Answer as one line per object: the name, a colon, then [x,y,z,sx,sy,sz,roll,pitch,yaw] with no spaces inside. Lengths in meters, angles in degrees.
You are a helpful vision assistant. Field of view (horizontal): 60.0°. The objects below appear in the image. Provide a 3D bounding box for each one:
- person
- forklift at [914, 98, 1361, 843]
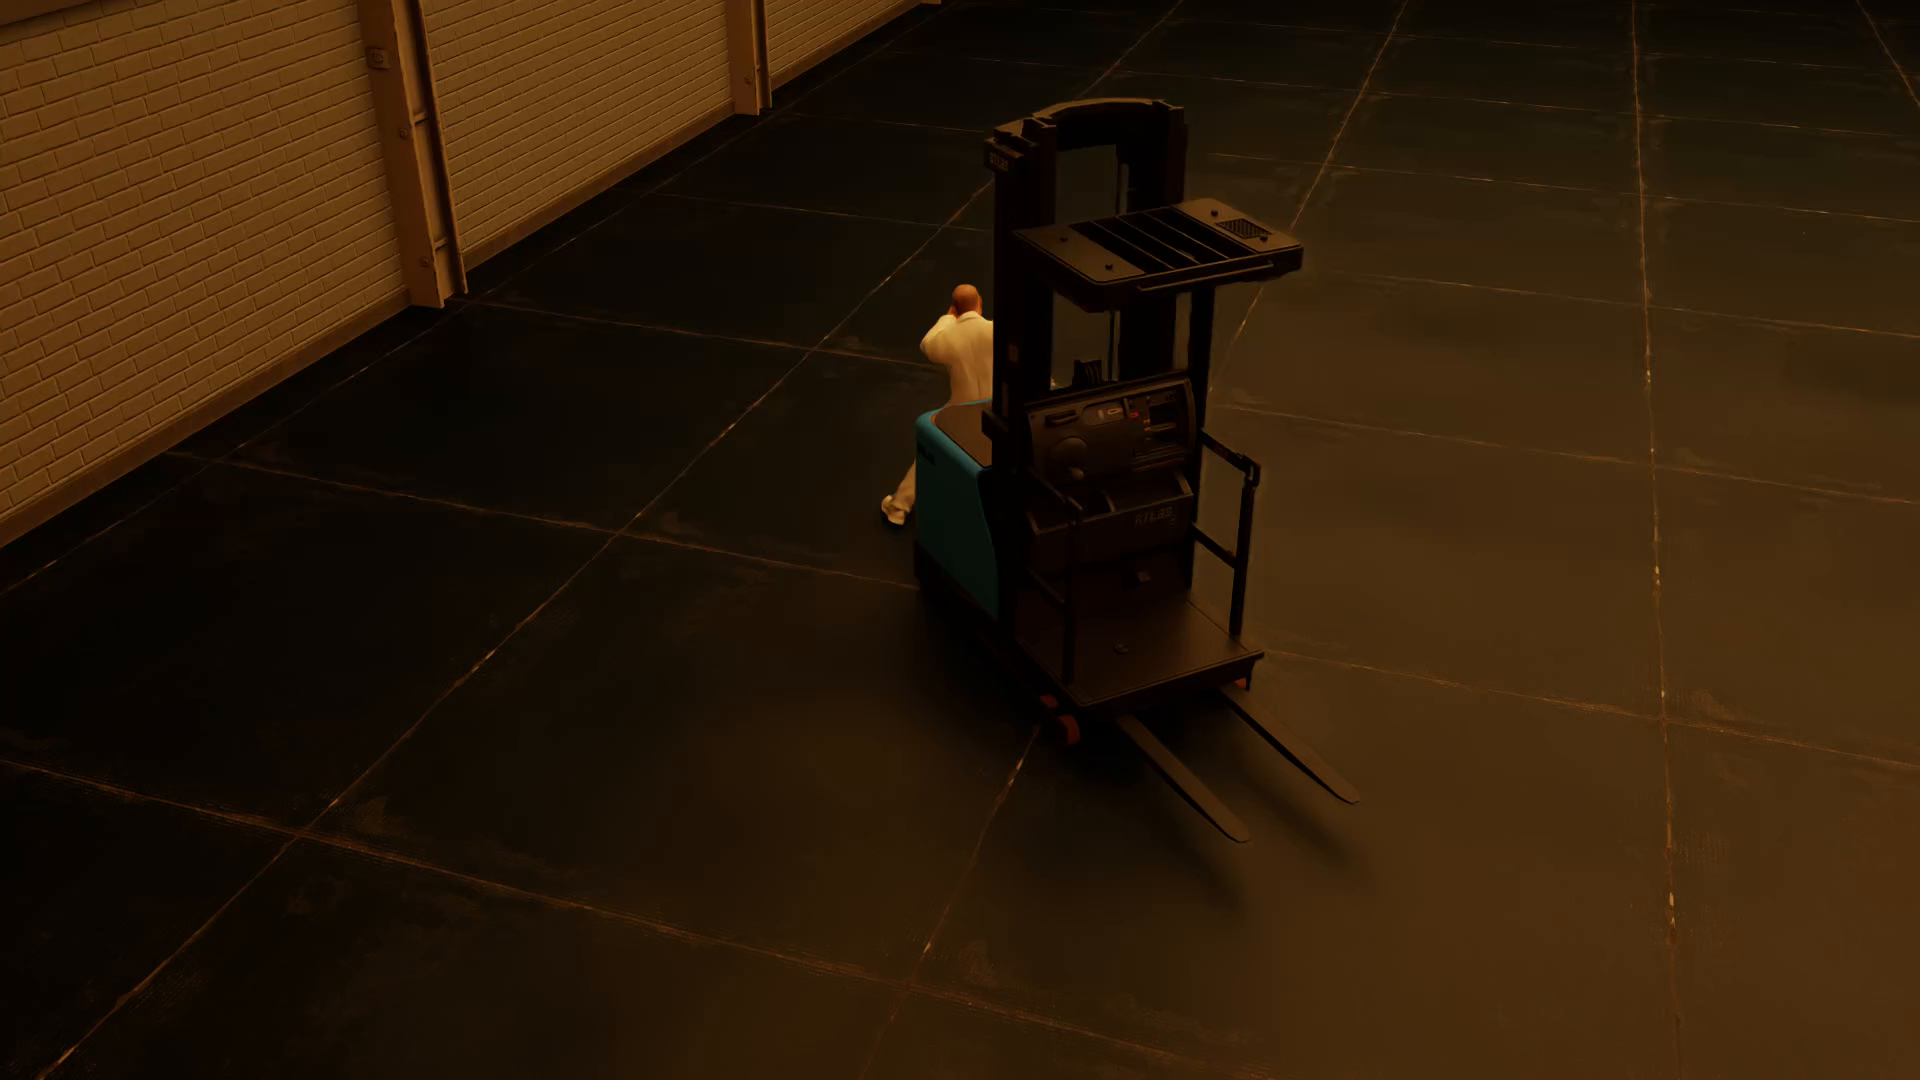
person: [0.114,-0.930,10.325,1.079,1.444,1.267,7,30,11]
forklift: [0.849,-0.492,7.999,1.130,2.935,3.031,-14,33,-23]
